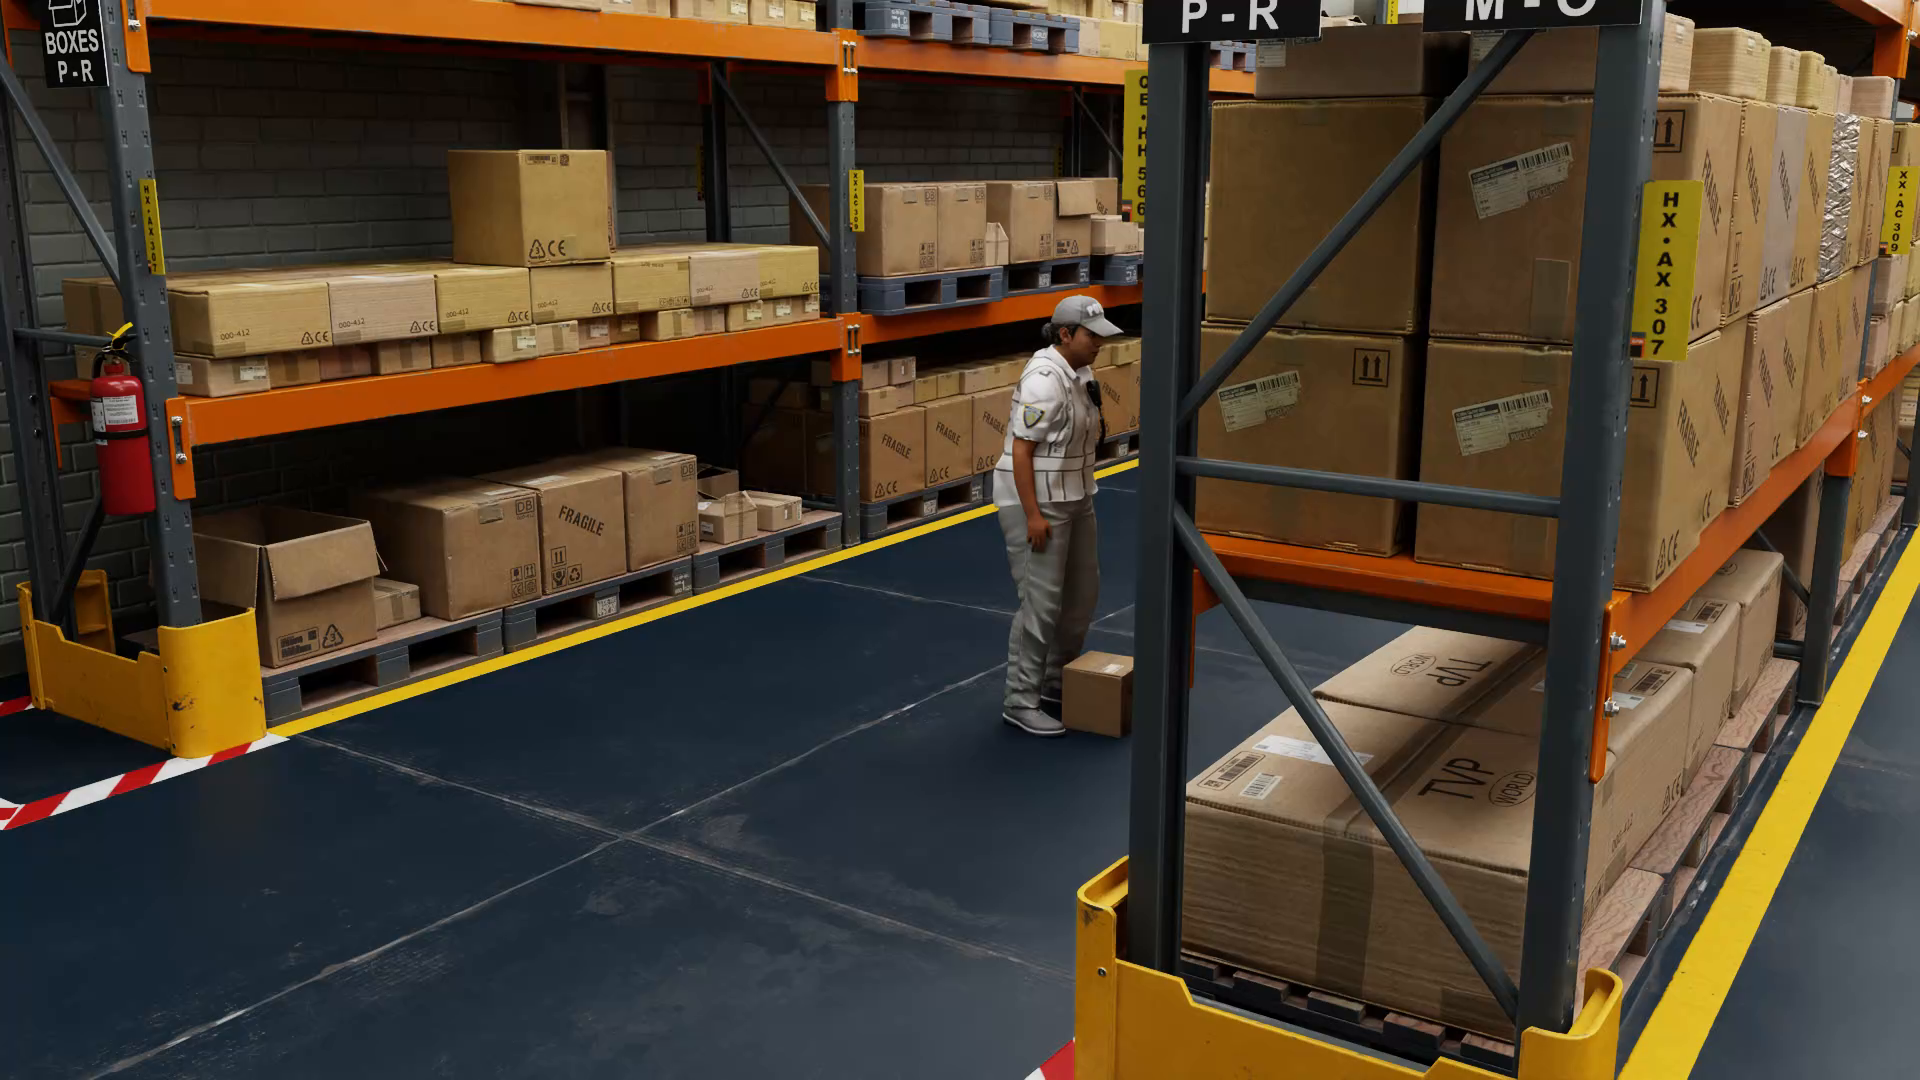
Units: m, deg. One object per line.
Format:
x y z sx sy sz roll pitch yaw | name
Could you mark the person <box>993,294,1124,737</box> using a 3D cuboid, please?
0.381 -0.116 6.467 0.471 1.665 0.563 8 15 30 | person
